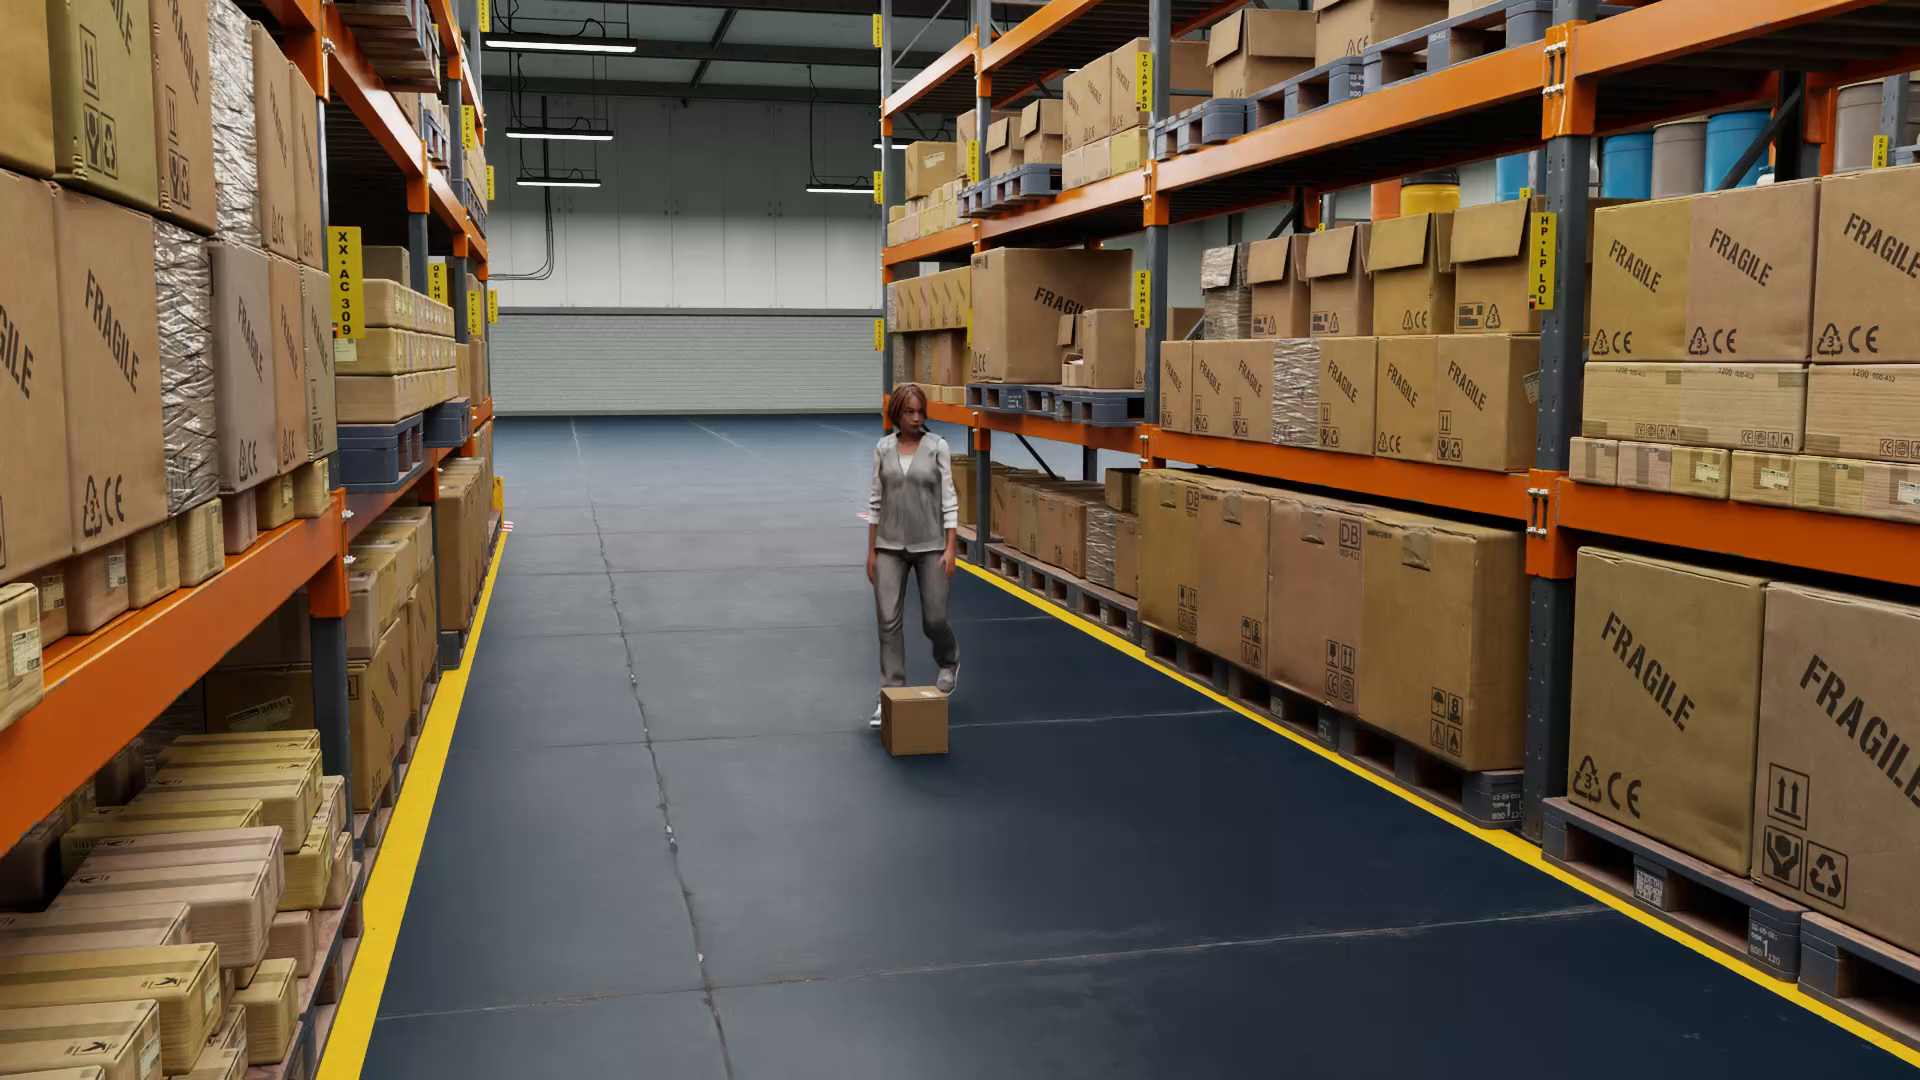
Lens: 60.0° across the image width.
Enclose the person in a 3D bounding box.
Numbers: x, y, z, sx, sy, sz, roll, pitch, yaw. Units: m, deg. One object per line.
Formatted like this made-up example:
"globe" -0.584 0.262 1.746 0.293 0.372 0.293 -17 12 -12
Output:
"person" -0.229 0.055 7.797 0.439 1.567 0.742 1 6 10
